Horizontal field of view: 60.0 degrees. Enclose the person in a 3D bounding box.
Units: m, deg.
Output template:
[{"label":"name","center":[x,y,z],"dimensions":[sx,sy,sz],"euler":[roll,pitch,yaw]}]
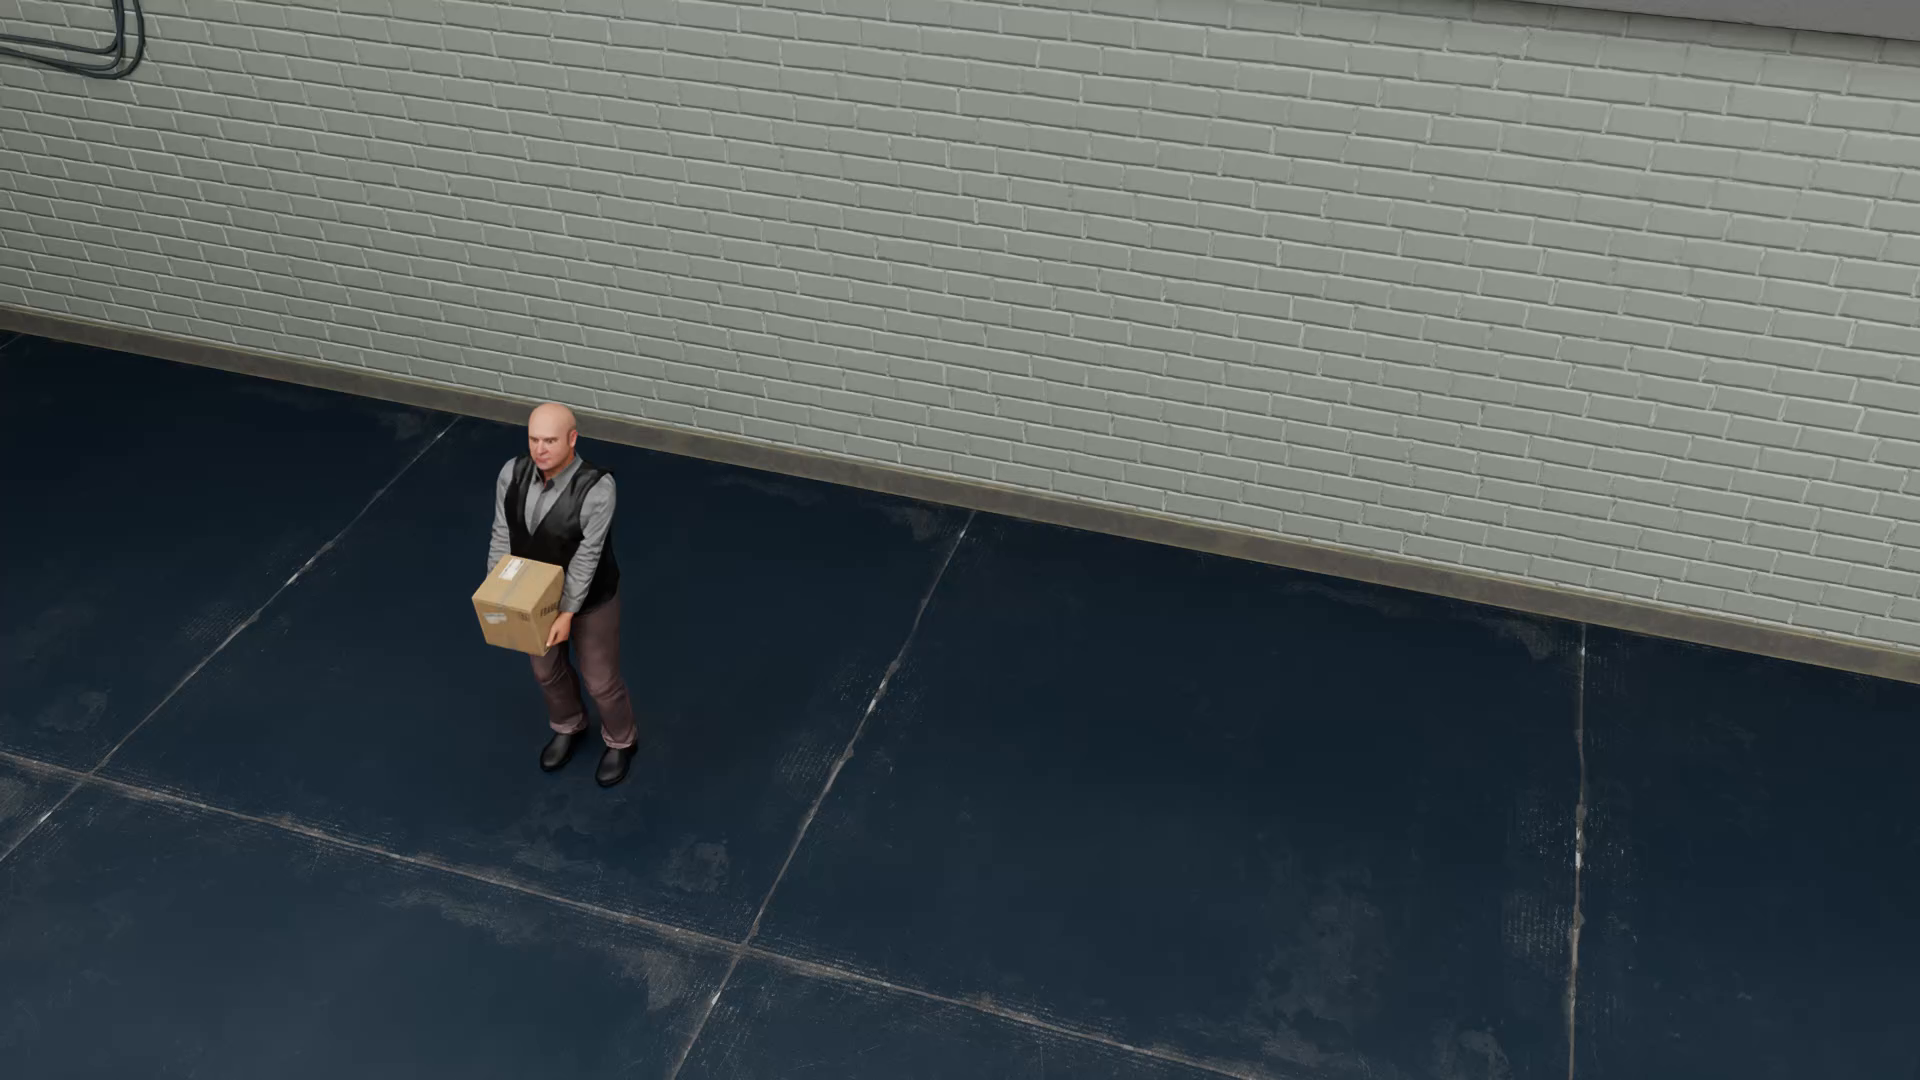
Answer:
[{"label":"person","center":[-1.578,0.275,6.552],"dimensions":[0.494,1.712,0.549],"euler":[11,38,15]}]
